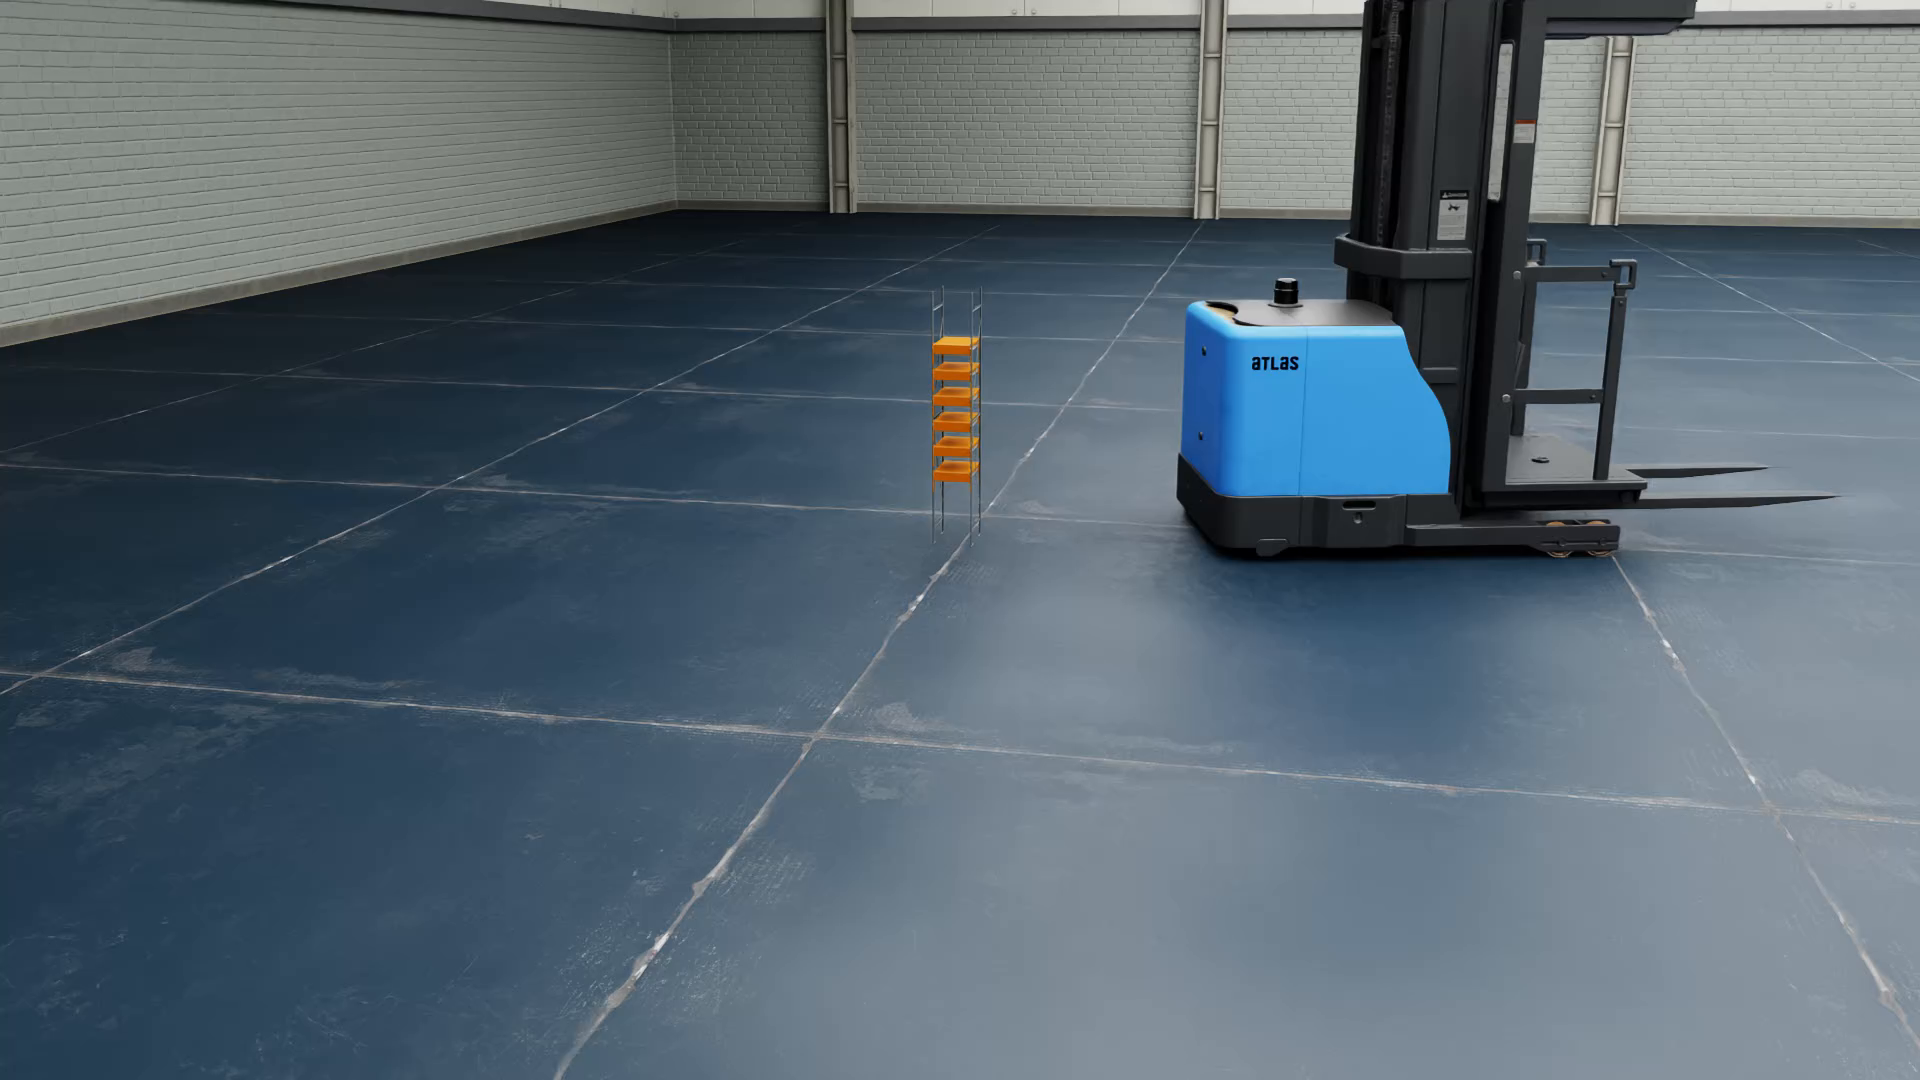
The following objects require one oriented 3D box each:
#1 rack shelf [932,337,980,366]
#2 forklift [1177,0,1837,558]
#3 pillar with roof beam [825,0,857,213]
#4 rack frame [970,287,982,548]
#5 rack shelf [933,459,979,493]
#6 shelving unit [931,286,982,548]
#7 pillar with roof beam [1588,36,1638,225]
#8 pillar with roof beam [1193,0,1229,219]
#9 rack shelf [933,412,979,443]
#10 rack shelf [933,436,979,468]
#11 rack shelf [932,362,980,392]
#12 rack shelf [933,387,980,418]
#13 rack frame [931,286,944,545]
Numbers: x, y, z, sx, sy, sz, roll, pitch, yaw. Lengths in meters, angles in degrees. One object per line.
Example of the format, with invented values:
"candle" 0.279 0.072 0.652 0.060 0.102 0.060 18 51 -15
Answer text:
"rack shelf" -0.014 -0.883 7.750 0.180 0.103 0.258 3 16 11
"forklift" 2.647 -1.470 7.807 3.031 2.935 1.130 -1 16 -4
"pillar with roof beam" -2.799 -8.670 22.435 0.400 9.000 9.100 3 16 11
"rack frame" 0.075 -0.574 7.817 0.006 1.200 0.240 3 16 11
"rack shelf" -0.014 -0.305 7.911 0.180 0.103 0.258 3 16 11
"shelving unit" -0.014 -0.579 7.835 0.189 1.200 0.258 3 16 11
"pillar with roof beam" 8.960 -8.032 20.131 0.400 9.000 9.100 3 16 11
"pillar with roof beam" 3.081 -8.351 21.283 0.400 9.000 9.100 3 16 11
"rack shelf" -0.014 -0.536 7.846 0.180 0.103 0.258 3 16 11
"rack shelf" -0.014 -0.421 7.879 0.180 0.103 0.258 3 16 11
"rack shelf" -0.014 -0.767 7.782 0.180 0.103 0.258 3 16 11
"rack shelf" -0.014 -0.652 7.814 0.180 0.103 0.258 3 16 11
"rack frame" -0.104 -0.584 7.852 0.006 1.200 0.240 3 16 11
